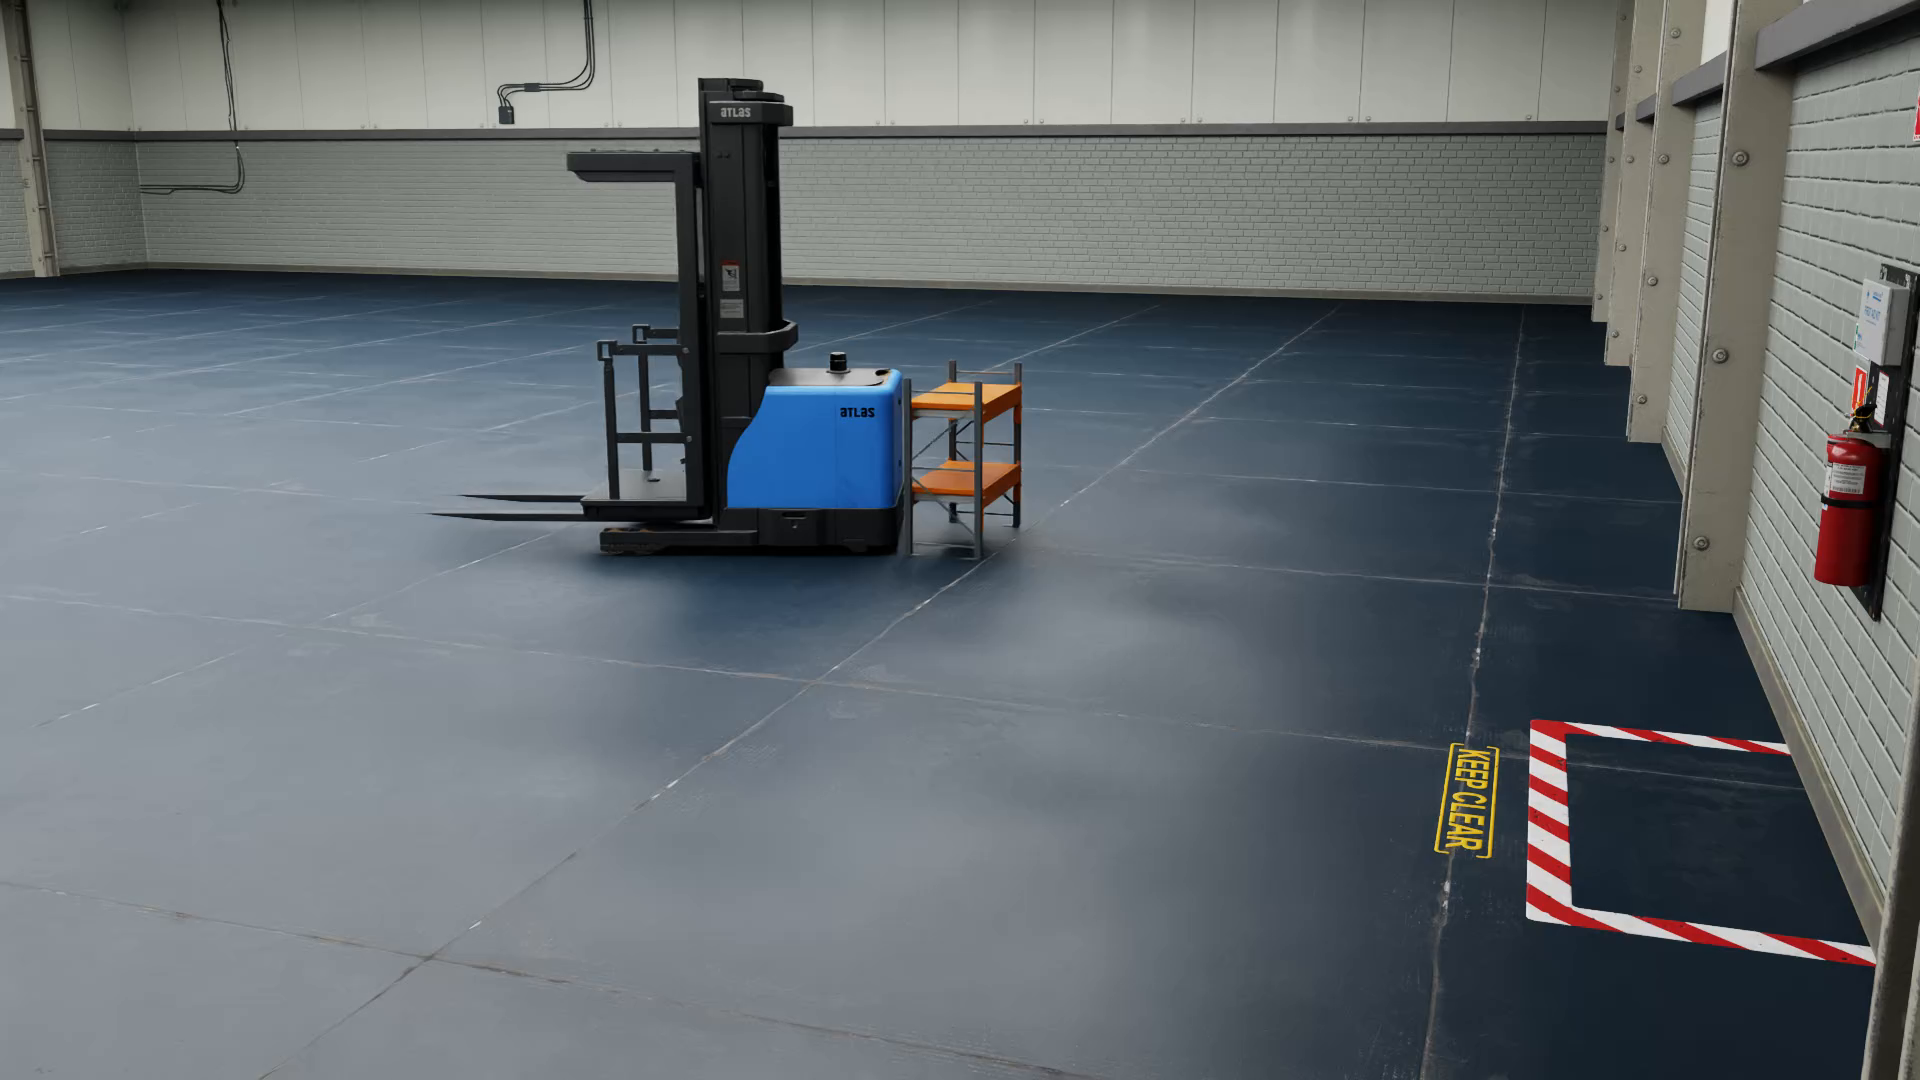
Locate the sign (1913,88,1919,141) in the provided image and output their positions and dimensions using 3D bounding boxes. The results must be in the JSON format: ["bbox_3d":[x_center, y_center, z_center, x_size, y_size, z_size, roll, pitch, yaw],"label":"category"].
[{"bbox_3d":[3.223,-1.488,5.555,0.001,0.298,0.199,4,14,18],"label":"sign"}]

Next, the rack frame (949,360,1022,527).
[{"bbox_3d":[0.169,-0.656,11.335,0.500,1.125,0.032,4,13,15],"label":"rack frame"}]

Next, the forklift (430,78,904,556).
[{"bbox_3d":[-1.904,-1.447,10.742,3.031,2.935,1.130,0,13,2],"label":"forklift"}]

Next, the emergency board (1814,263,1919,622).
[{"bbox_3d":[3.126,-0.363,5.837,0.194,1.169,0.643,4,14,18],"label":"emergency board"}]

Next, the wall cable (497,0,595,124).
[{"bbox_3d":[-8.568,-11.588,33.891,2.305,6.003,0.169,4,14,18],"label":"wall cable"}]

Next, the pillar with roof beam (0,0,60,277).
[{"bbox_3d":[-15.676,-9.781,33.620,9.100,9.000,0.400,4,14,18],"label":"pillar with roof beam"}]

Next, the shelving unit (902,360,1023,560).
[{"bbox_3d":[0.031,-0.547,10.858,0.538,1.125,1.048,4,13,15],"label":"shelving unit"}]

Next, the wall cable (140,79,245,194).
[{"bbox_3d":[-17.545,-9.103,37.624,3.097,2.526,0.112,4,14,18],"label":"wall cable"}]

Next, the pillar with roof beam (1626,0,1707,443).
[{"bbox_3d":[2.100,-5.607,15.330,9.100,9.000,0.400,4,14,18],"label":"pillar with roof beam"}]

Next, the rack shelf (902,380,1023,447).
[{"bbox_3d":[0.031,-0.833,10.793,0.538,0.278,1.000,4,13,15],"label":"rack shelf"}]

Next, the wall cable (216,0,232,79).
[{"bbox_3d":[-14.986,-11.370,36.209,3.097,2.526,0.112,4,14,18],"label":"wall cable"}]

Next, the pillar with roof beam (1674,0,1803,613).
[{"bbox_3d":[0.158,-4.343,9.795,9.100,9.000,0.400,4,14,18],"label":"pillar with roof beam"}]

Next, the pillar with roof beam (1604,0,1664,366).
[{"bbox_3d":[4.041,-6.870,20.865,9.100,9.000,0.400,4,14,18],"label":"pillar with roof beam"}]

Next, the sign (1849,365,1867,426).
[{"bbox_3d":[3.403,-0.489,6.311,0.001,0.329,0.234,4,14,18],"label":"sign"}]

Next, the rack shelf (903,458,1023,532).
[{"bbox_3d":[0.031,-0.309,10.913,0.538,0.278,1.000,4,13,15],"label":"rack shelf"}]

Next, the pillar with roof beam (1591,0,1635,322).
[{"bbox_3d":[5.982,-8.133,26.400,9.100,9.000,0.400,4,14,18],"label":"pillar with roof beam"}]

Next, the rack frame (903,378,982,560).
[{"bbox_3d":[-0.107,-0.439,10.381,0.500,1.125,0.032,4,13,15],"label":"rack frame"}]

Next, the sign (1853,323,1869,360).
[{"bbox_3d":[3.393,-0.747,6.250,0.001,0.109,0.331,4,14,18],"label":"sign"}]
